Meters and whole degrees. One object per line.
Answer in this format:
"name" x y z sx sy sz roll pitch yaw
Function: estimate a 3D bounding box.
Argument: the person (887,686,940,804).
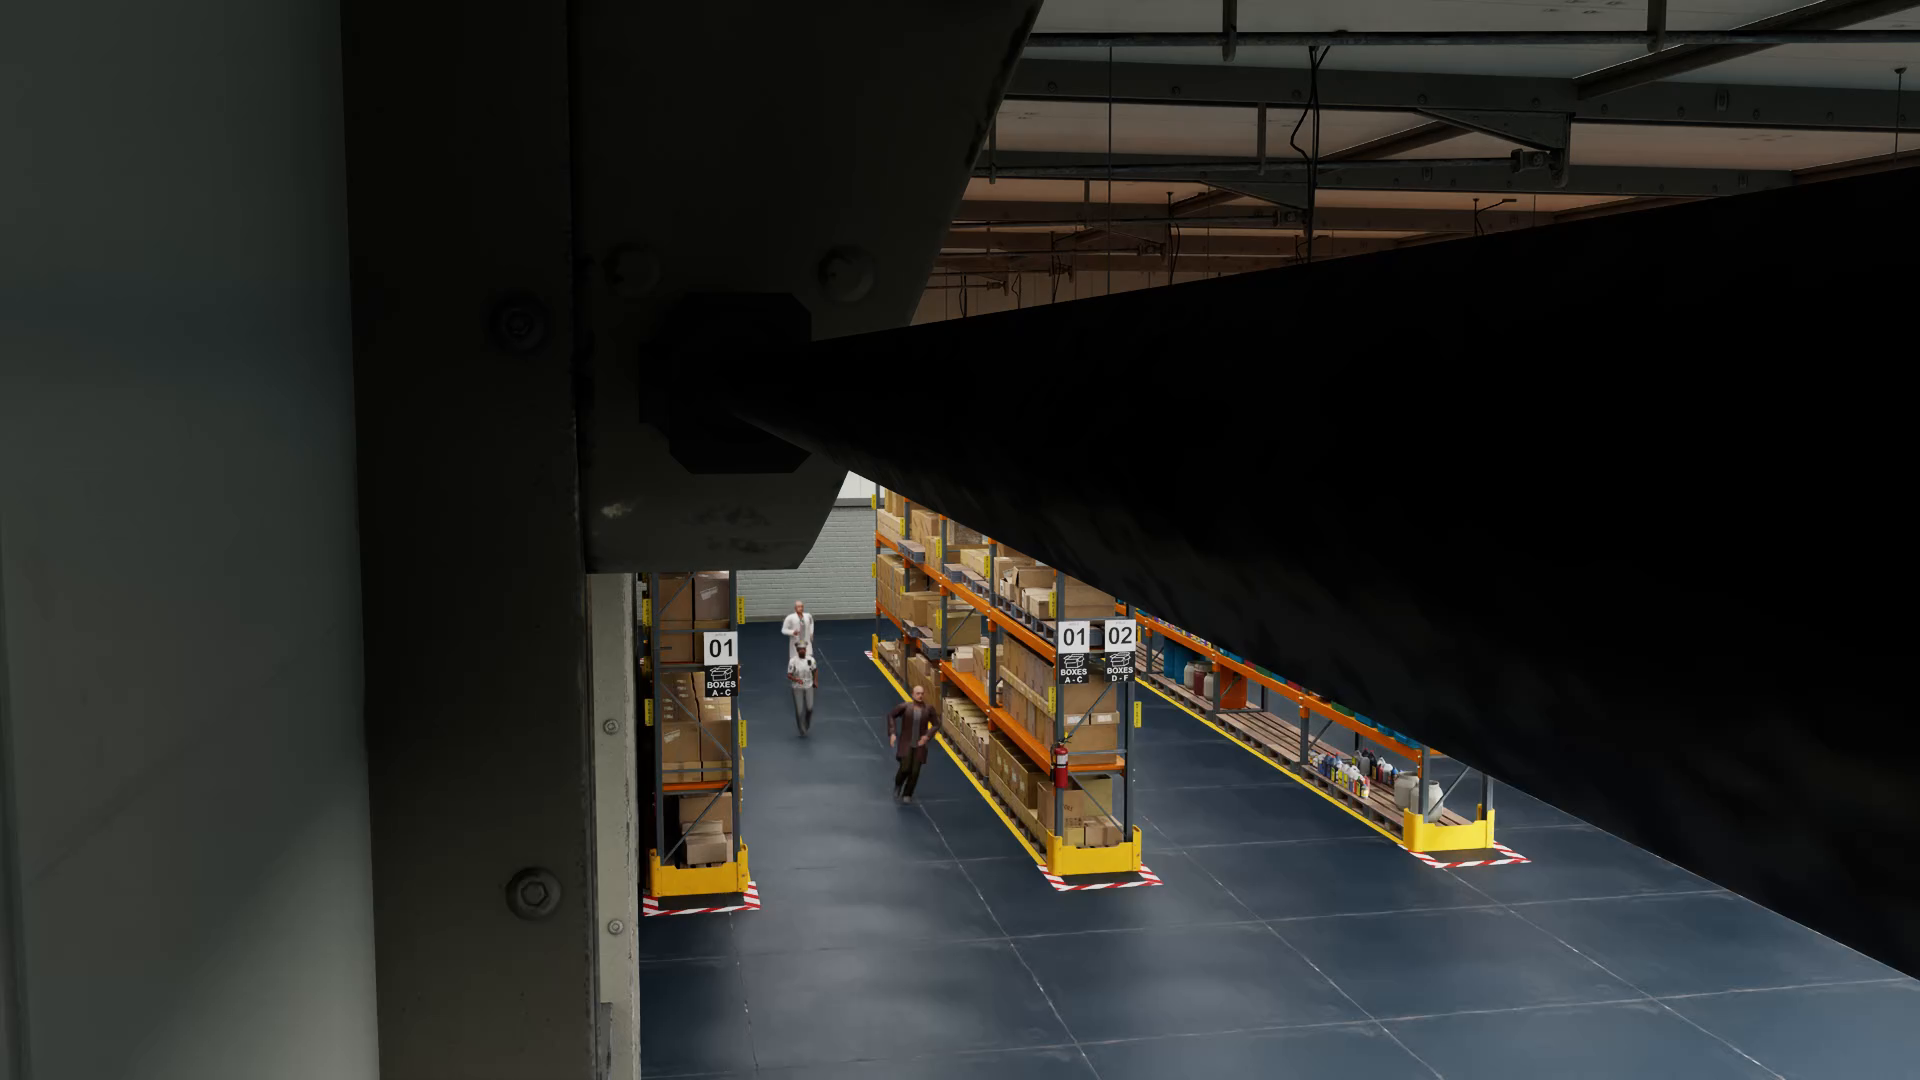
"person" -0.658 2.989 24.247 0.746 1.716 0.555 -1 6 -11

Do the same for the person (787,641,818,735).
"person" -2.696 2.562 28.710 0.561 1.656 0.562 -1 6 -12

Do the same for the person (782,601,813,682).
"person" -3.140 2.076 32.539 0.710 1.771 1.034 -2 6 -22
